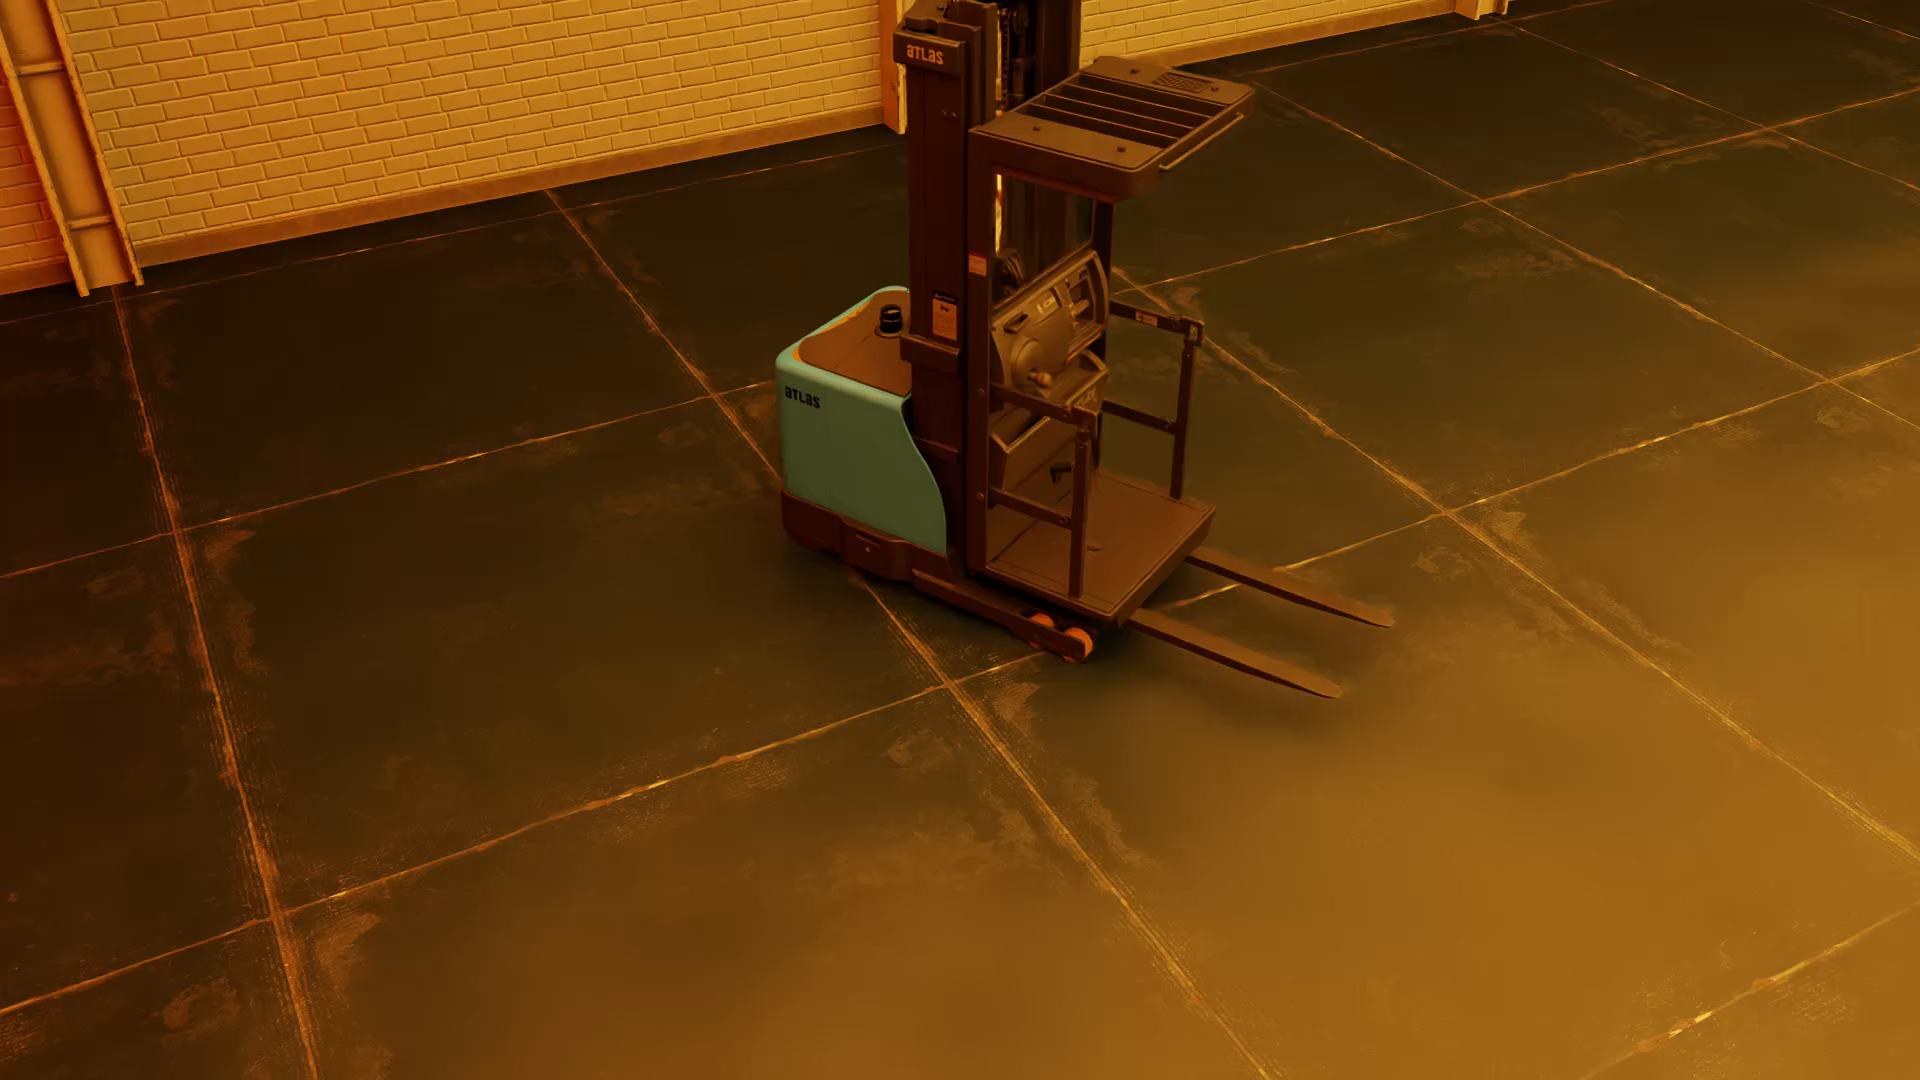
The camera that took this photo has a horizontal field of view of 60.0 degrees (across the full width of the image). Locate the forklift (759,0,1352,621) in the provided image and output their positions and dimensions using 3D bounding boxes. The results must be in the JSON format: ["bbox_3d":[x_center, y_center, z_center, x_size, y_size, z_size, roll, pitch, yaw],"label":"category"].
[{"bbox_3d":[0.572,-1.334,8.010,3.031,2.935,1.130,-12,37,-17],"label":"forklift"}]
